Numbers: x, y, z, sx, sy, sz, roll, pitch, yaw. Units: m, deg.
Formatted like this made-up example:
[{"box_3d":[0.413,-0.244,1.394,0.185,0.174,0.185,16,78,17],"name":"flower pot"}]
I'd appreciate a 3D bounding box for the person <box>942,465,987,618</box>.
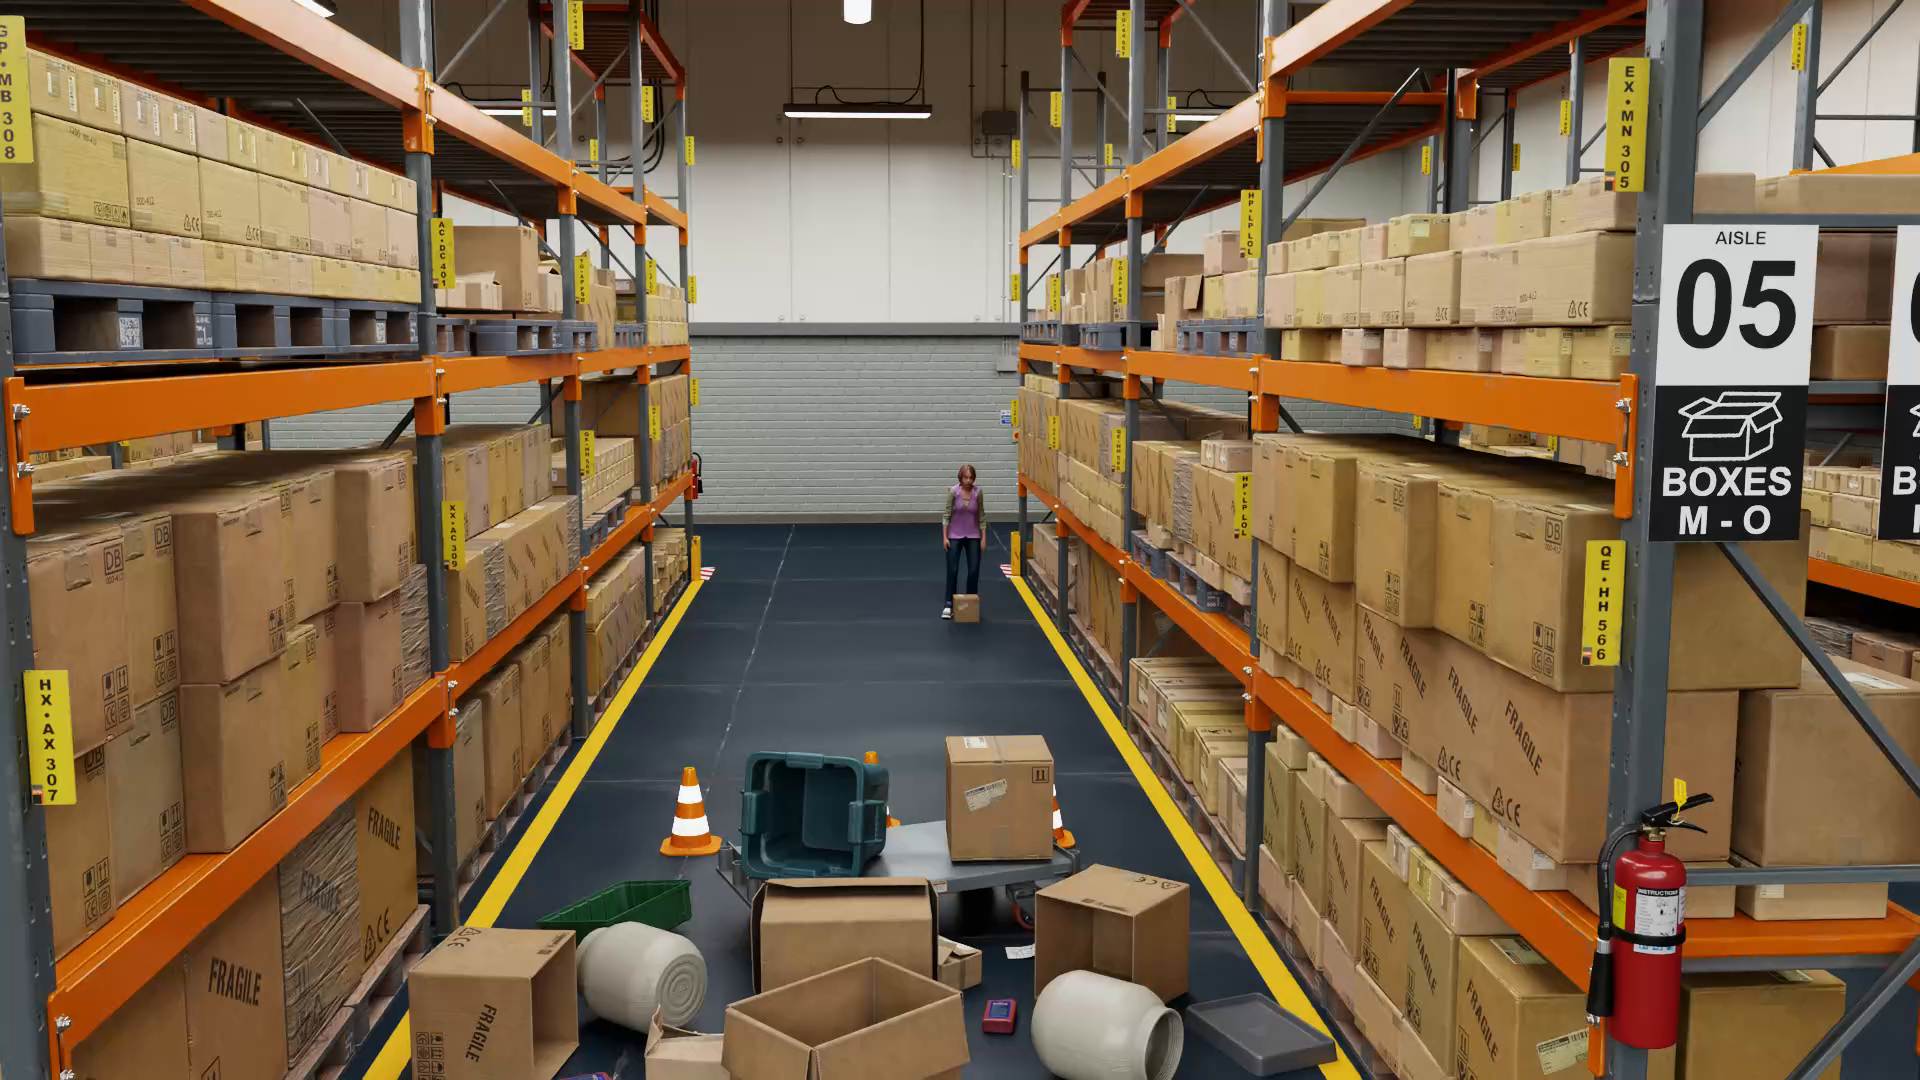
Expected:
[{"box_3d":[0.041,0.008,17.242,0.483,1.592,0.349,-1,7,-7],"name":"person"}]
